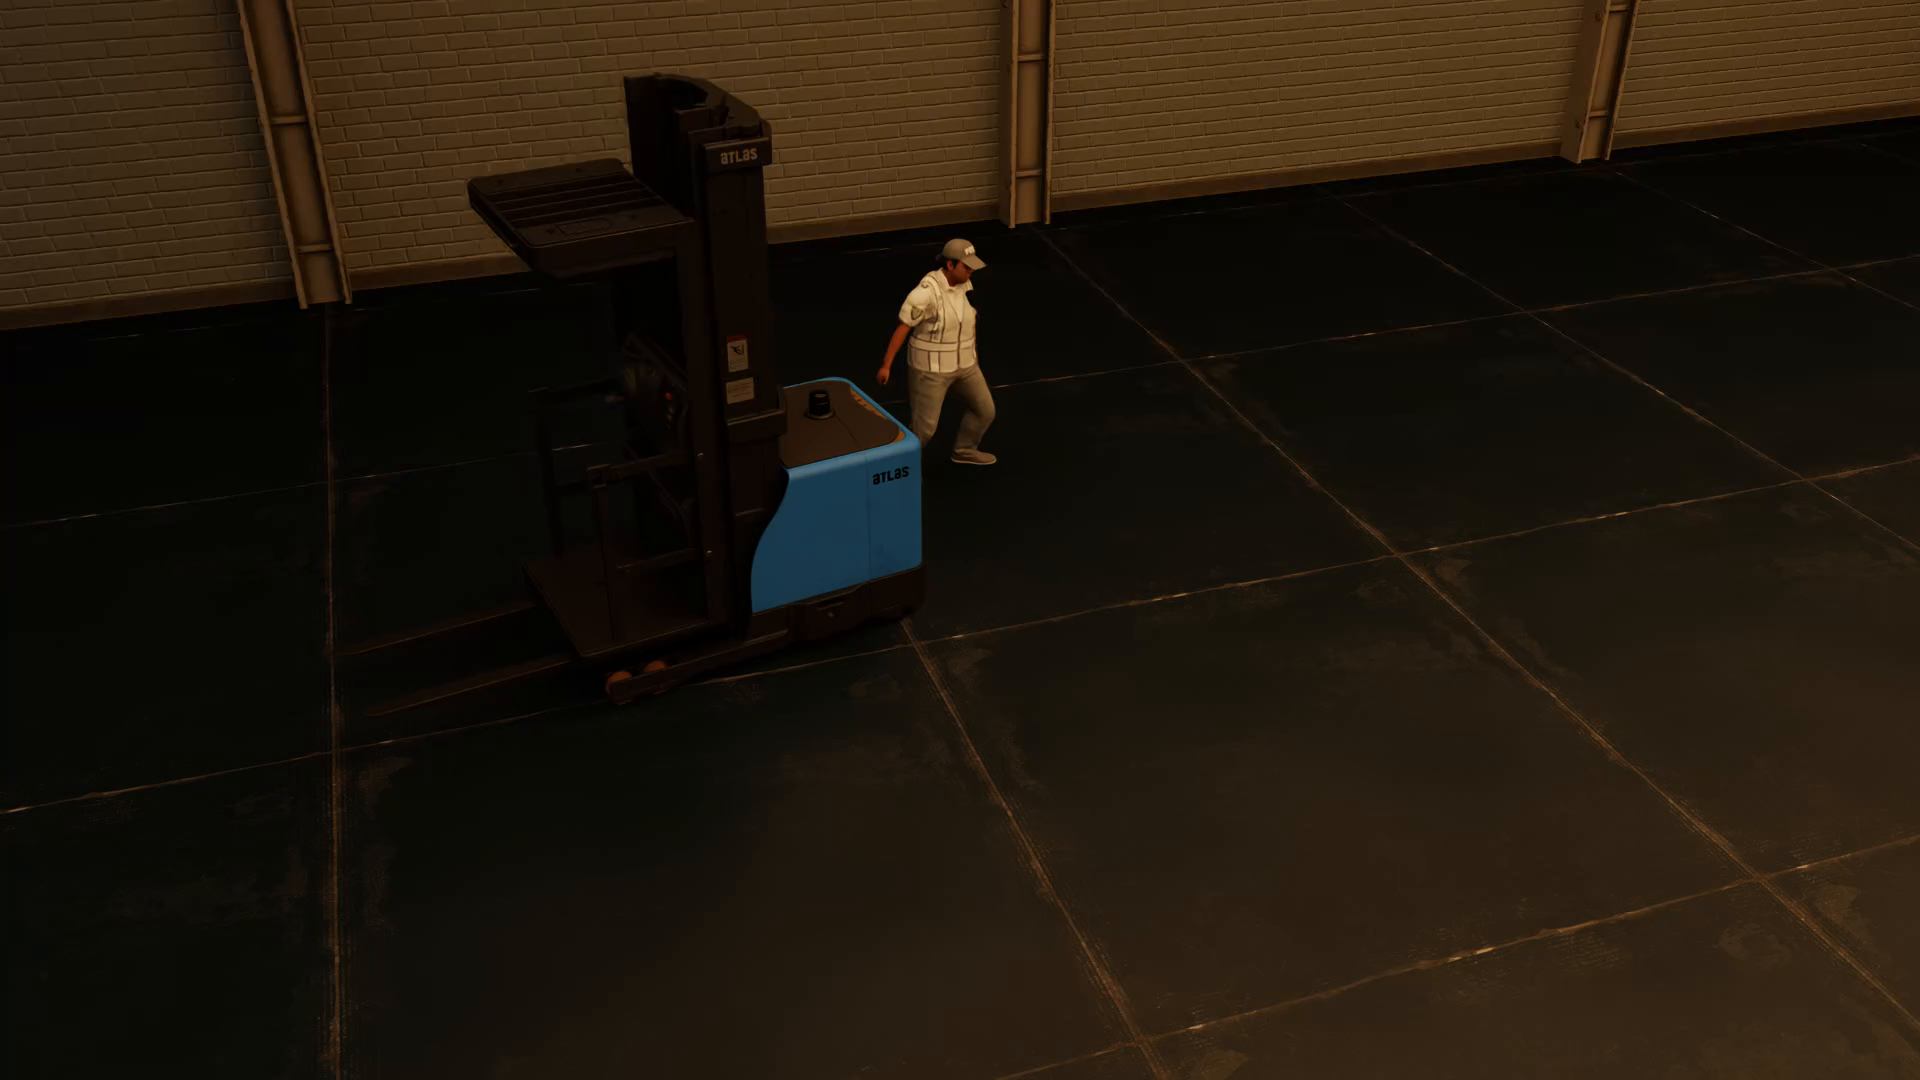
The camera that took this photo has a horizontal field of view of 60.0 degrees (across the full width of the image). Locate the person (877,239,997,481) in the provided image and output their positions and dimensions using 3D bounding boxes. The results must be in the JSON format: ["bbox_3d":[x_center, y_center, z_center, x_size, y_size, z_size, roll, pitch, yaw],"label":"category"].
[{"bbox_3d":[-0.138,-1.091,10.375,0.840,1.645,0.506,-21,36,-31],"label":"person"}]

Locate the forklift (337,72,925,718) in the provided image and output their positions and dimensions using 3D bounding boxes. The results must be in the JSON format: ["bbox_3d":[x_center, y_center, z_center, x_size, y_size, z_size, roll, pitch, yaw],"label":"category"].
[{"bbox_3d":[-1.734,-0.727,8.350,3.031,2.935,1.130,-16,33,-25],"label":"forklift"}]
